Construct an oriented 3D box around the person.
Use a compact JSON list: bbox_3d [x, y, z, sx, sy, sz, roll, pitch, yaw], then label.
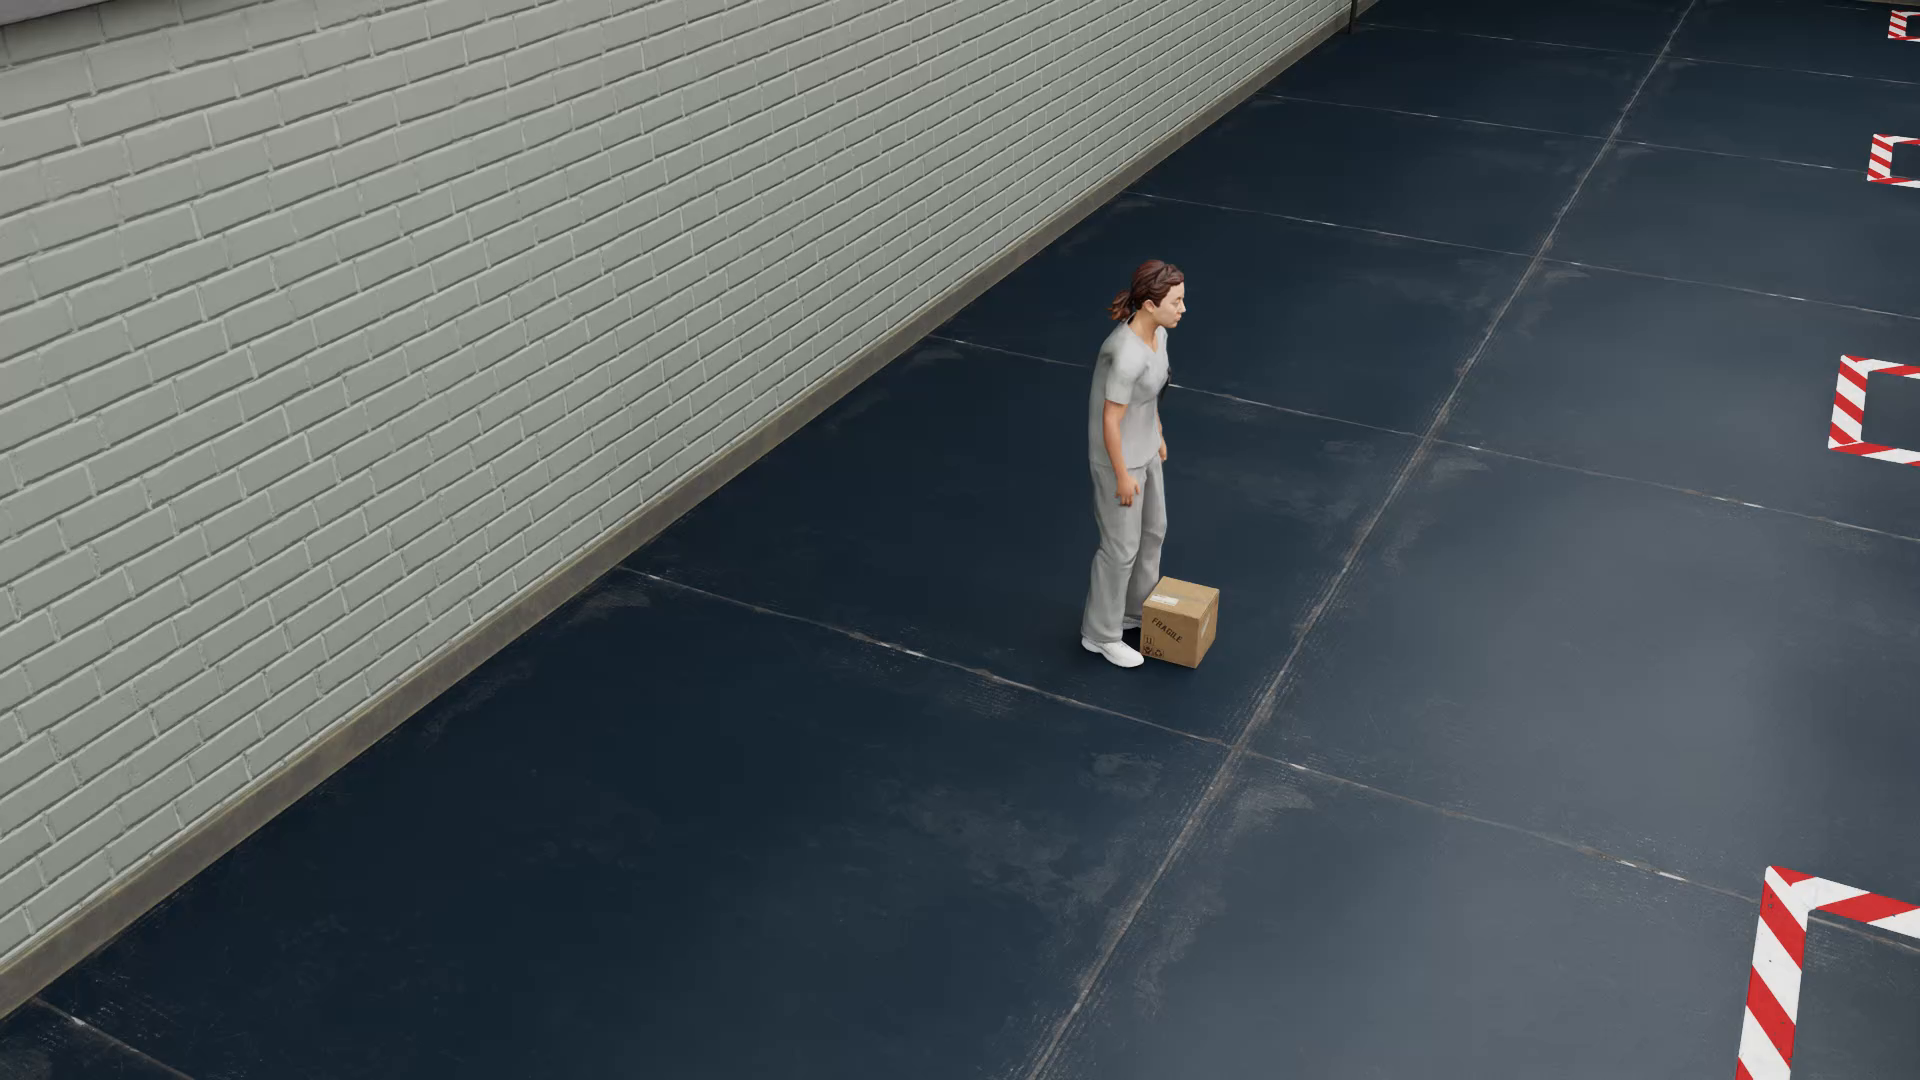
[{"bbox_3d":[0.720,-0.321,6.683,0.407,1.673,0.511,13,33,21],"label":"person"}]
